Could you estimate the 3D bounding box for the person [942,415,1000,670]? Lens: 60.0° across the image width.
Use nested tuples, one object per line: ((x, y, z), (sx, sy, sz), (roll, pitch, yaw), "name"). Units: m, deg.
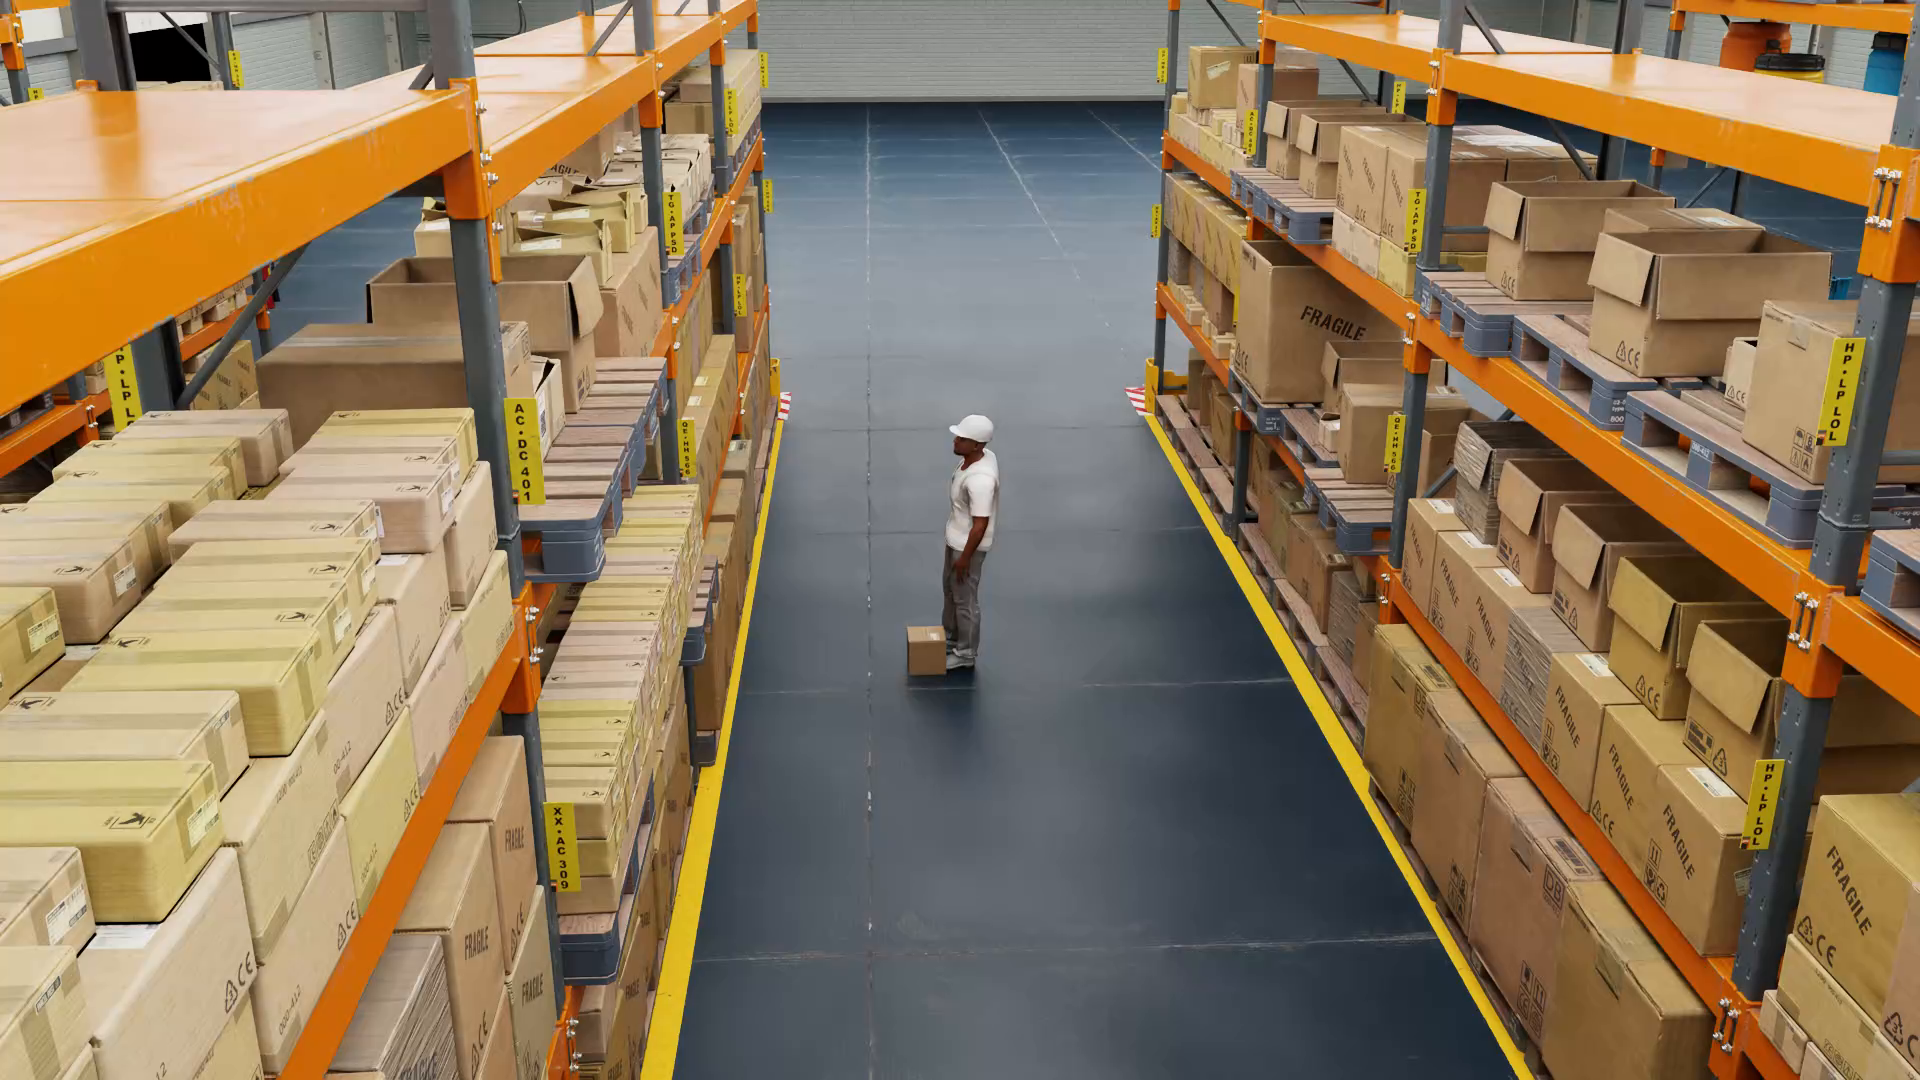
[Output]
((-0.027, 0.013, 10.979), (0.577, 1.765, 0.666), (-1, 20, -3), "person")
